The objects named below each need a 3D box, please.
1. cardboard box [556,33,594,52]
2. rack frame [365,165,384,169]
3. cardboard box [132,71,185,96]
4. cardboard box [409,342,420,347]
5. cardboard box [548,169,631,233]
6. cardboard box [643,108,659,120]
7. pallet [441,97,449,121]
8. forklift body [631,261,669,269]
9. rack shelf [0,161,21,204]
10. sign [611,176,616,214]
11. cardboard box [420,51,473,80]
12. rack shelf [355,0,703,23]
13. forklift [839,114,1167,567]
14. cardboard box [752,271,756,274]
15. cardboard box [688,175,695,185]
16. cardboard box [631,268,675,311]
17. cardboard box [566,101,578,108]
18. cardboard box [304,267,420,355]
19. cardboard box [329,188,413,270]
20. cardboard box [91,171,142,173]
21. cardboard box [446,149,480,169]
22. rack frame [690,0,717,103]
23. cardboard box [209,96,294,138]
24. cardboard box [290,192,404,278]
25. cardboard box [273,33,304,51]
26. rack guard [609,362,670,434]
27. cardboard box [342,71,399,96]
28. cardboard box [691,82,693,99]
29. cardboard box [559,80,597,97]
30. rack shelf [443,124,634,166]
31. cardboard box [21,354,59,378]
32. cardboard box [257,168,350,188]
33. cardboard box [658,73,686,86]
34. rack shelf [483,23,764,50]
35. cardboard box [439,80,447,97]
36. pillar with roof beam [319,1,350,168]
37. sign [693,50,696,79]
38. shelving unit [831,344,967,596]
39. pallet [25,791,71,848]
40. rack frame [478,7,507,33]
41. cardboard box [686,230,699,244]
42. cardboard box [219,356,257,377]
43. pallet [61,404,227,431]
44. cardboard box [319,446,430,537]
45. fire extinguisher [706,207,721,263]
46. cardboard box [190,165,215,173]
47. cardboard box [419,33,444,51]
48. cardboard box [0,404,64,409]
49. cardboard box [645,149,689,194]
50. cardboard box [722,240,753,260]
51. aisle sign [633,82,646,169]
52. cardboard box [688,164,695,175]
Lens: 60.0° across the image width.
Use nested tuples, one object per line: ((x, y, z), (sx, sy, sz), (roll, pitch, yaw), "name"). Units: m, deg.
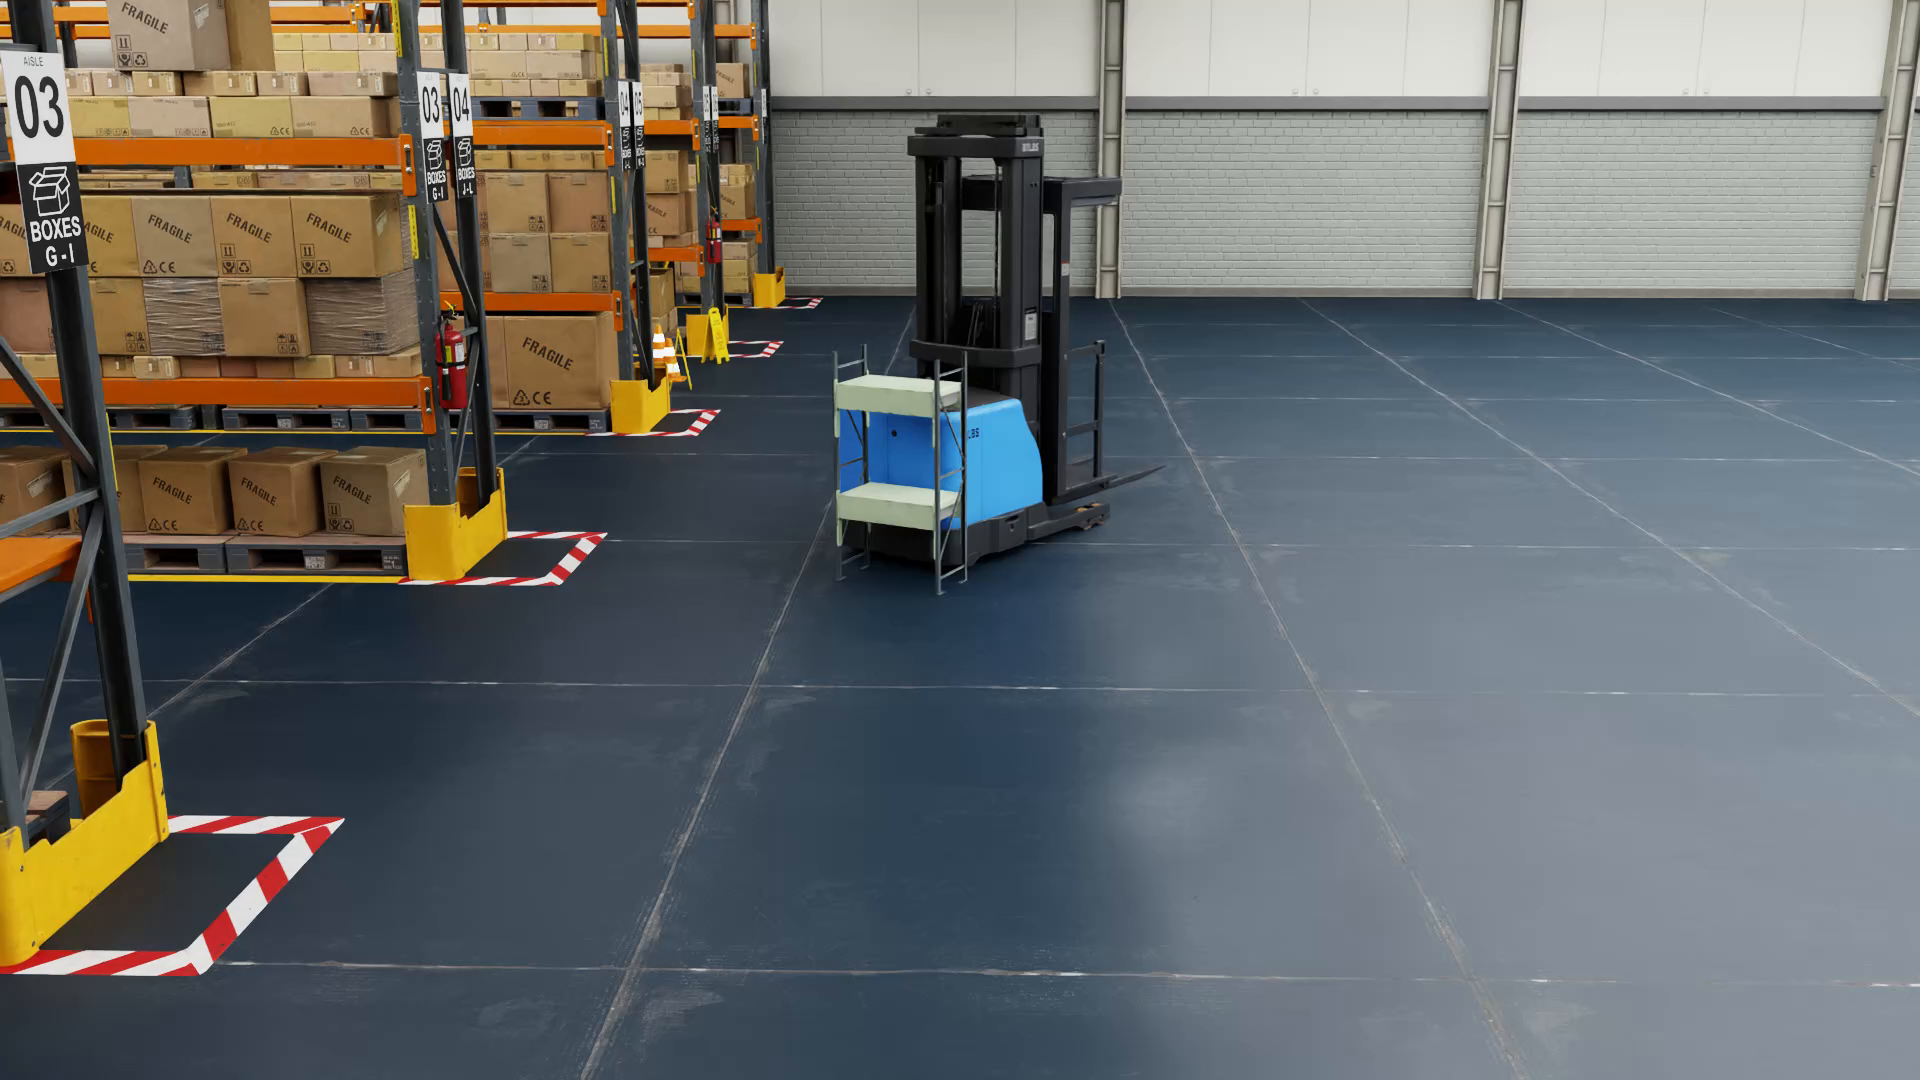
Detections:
((-3.465, -4.480, 14.970), (0.250, 0.149, 0.380), (1, 15, 2), "cardboard box")
((-7.093, -3.887, 20.694), (0.127, 3.000, 1.000), (0, 15, 1), "rack frame")
((-4.933, -2.837, 10.347), (0.250, 0.149, 0.380), (0, 15, -1), "cardboard box")
((-3.626, -1.275, 11.286), (0.250, 0.149, 0.380), (0, 15, 1), "cardboard box")
((-3.489, -3.205, 15.698), (0.550, 0.550, 0.875), (0, 15, 1), "cardboard box")
((-3.707, -5.115, 19.958), (0.250, 0.149, 0.380), (0, 15, 2), "cardboard box")
((-5.084, -4.015, 15.473), (1.213, 0.211, 1.003), (0, 15, 1), "pallet")
((-4.913, -4.264, 23.785), (1.214, 2.155, 2.313), (0, 15, 1), "forklift body")
((-5.473, -1.187, 5.988), (4.000, 0.370, 1.077), (0, 15, 1), "rack shelf")
((-3.147, -3.134, 15.106), (0.005, 0.325, 0.100), (0, 15, 1), "sign")
((-4.618, -4.310, 15.109), (0.500, 0.250, 0.500), (0, 15, 1), "cardboard box")
((-5.093, -6.426, 19.972), (4.000, 0.370, 1.077), (0, 15, 1), "rack shelf")
((0.453, -1.555, 11.990), (1.130, 2.935, 3.031), (11, 19, 37), "forklift")
((-3.457, -4.054, 25.892), (0.500, 0.250, 0.500), (0, 15, 2), "cardboard box")
((-4.086, -5.436, 25.096), (0.250, 0.149, 0.380), (0, 15, 1), "cardboard box")
((-3.917, -3.173, 21.084), (0.500, 0.500, 0.500), (0, 15, 0), "cardboard box")
((-4.634, -5.323, 19.968), (0.500, 0.250, 0.500), (1, 15, 3), "cardboard box")
((-3.896, -1.537, 11.006), (0.500, 0.500, 0.875), (0, 15, 1), "cardboard box")
((-3.890, -2.083, 11.115), (0.500, 0.500, 0.500), (0, 15, 1), "cardboard box")
((-10.630, -4.377, 20.946), (0.500, 0.500, 0.500), (0, 15, 0), "cardboard box")
((-6.148, -4.496, 20.262), (0.500, 0.500, 0.700), (0, 15, 2), "cardboard box")
((-3.094, -6.762, 19.830), (0.127, 3.000, 1.000), (0, 15, 1), "rack frame")
((-4.335, -2.653, 10.429), (0.500, 0.250, 0.500), (0, 15, 2), "cardboard box")
((-3.903, -1.950, 10.613), (0.500, 0.500, 0.500), (0, 15, 1), "cardboard box")
((-6.001, -4.497, 15.033), (0.250, 0.149, 0.380), (0, 15, 1), "cardboard box")
((-3.095, -1.390, 16.127), (0.348, 0.500, 1.175), (0, 15, 1), "rack guard")
((-3.633, -2.827, 10.307), (0.250, 0.149, 0.380), (0, 15, 1), "cardboard box")
((-4.061, -6.694, 24.695), (0.258, 0.266, 0.396), (0, 15, 2), "cardboard box")
((-3.460, -4.094, 15.072), (0.250, 0.149, 0.380), (0, 15, 1), "cardboard box")
((-5.119, -3.714, 15.567), (4.000, 0.370, 1.077), (0, 15, 1), "rack shelf")
((-5.888, -1.159, 10.844), (0.250, 0.149, 0.380), (0, 15, 1), "cardboard box")
((-6.197, -3.234, 15.807), (0.550, 0.550, 0.875), (0, 15, 1), "cardboard box")
((-3.440, -5.503, 19.866), (0.250, 0.149, 0.380), (1, 15, 2), "cardboard box")
((-4.970, -7.500, 24.821), (4.000, 0.370, 1.077), (0, 15, 1), "rack shelf")
((-4.730, -4.103, 15.104), (0.250, 0.149, 0.380), (0, 15, 2), "cardboard box")
((-9.752, -7.204, 21.504), (0.400, 9.000, 9.100), (0, 15, 1), "pillar with roof beam")
((-3.128, -5.598, 19.564), (0.005, 0.325, 0.100), (0, 15, 1), "sign")
((-0.381, -0.459, 10.638), (0.755, 1.500, 0.431), (8, 17, 27), "shelving unit")
((-4.363, 1.282, 6.566), (1.213, 0.211, 1.003), (0, 15, 1), "pallet")
((-6.970, -8.054, 24.727), (0.127, 3.000, 1.000), (0, 15, 1), "rack frame")
((-3.428, -3.795, 20.836), (0.250, 0.149, 0.380), (0, 15, 2), "cardboard box")
((-4.637, -1.170, 10.887), (0.250, 0.149, 0.380), (0, 15, 1), "cardboard box")
((-7.891, -1.262, 16.209), (1.213, 0.211, 1.003), (0, 15, 1), "pallet")
((-3.971, -0.337, 11.314), (0.500, 0.500, 0.500), (3, 15, 12), "cardboard box")
((-2.991, -3.706, 20.157), (0.183, 0.674, 0.296), (0, 15, 1), "fire extinguisher")
((-9.449, -4.684, 20.838), (0.250, 0.149, 0.380), (0, 15, -1), "cardboard box")
((-4.736, -4.488, 15.002), (0.250, 0.149, 0.380), (0, 15, 1), "cardboard box")
((-8.705, -1.728, 16.097), (0.750, 0.750, 1.050), (0, 15, 1), "cardboard box")
((-3.610, -4.485, 20.219), (0.500, 0.500, 0.700), (0, 15, 0), "cardboard box")
((-3.439, -4.408, 25.273), (0.500, 0.250, 0.500), (1, 15, 3), "cardboard box")
((-3.041, -3.931, 15.765), (0.004, 0.787, 0.394), (0, 15, 1), "aisle sign")
((-4.091, -5.591, 25.100), (0.250, 0.149, 0.380), (0, 15, 2), "cardboard box")
